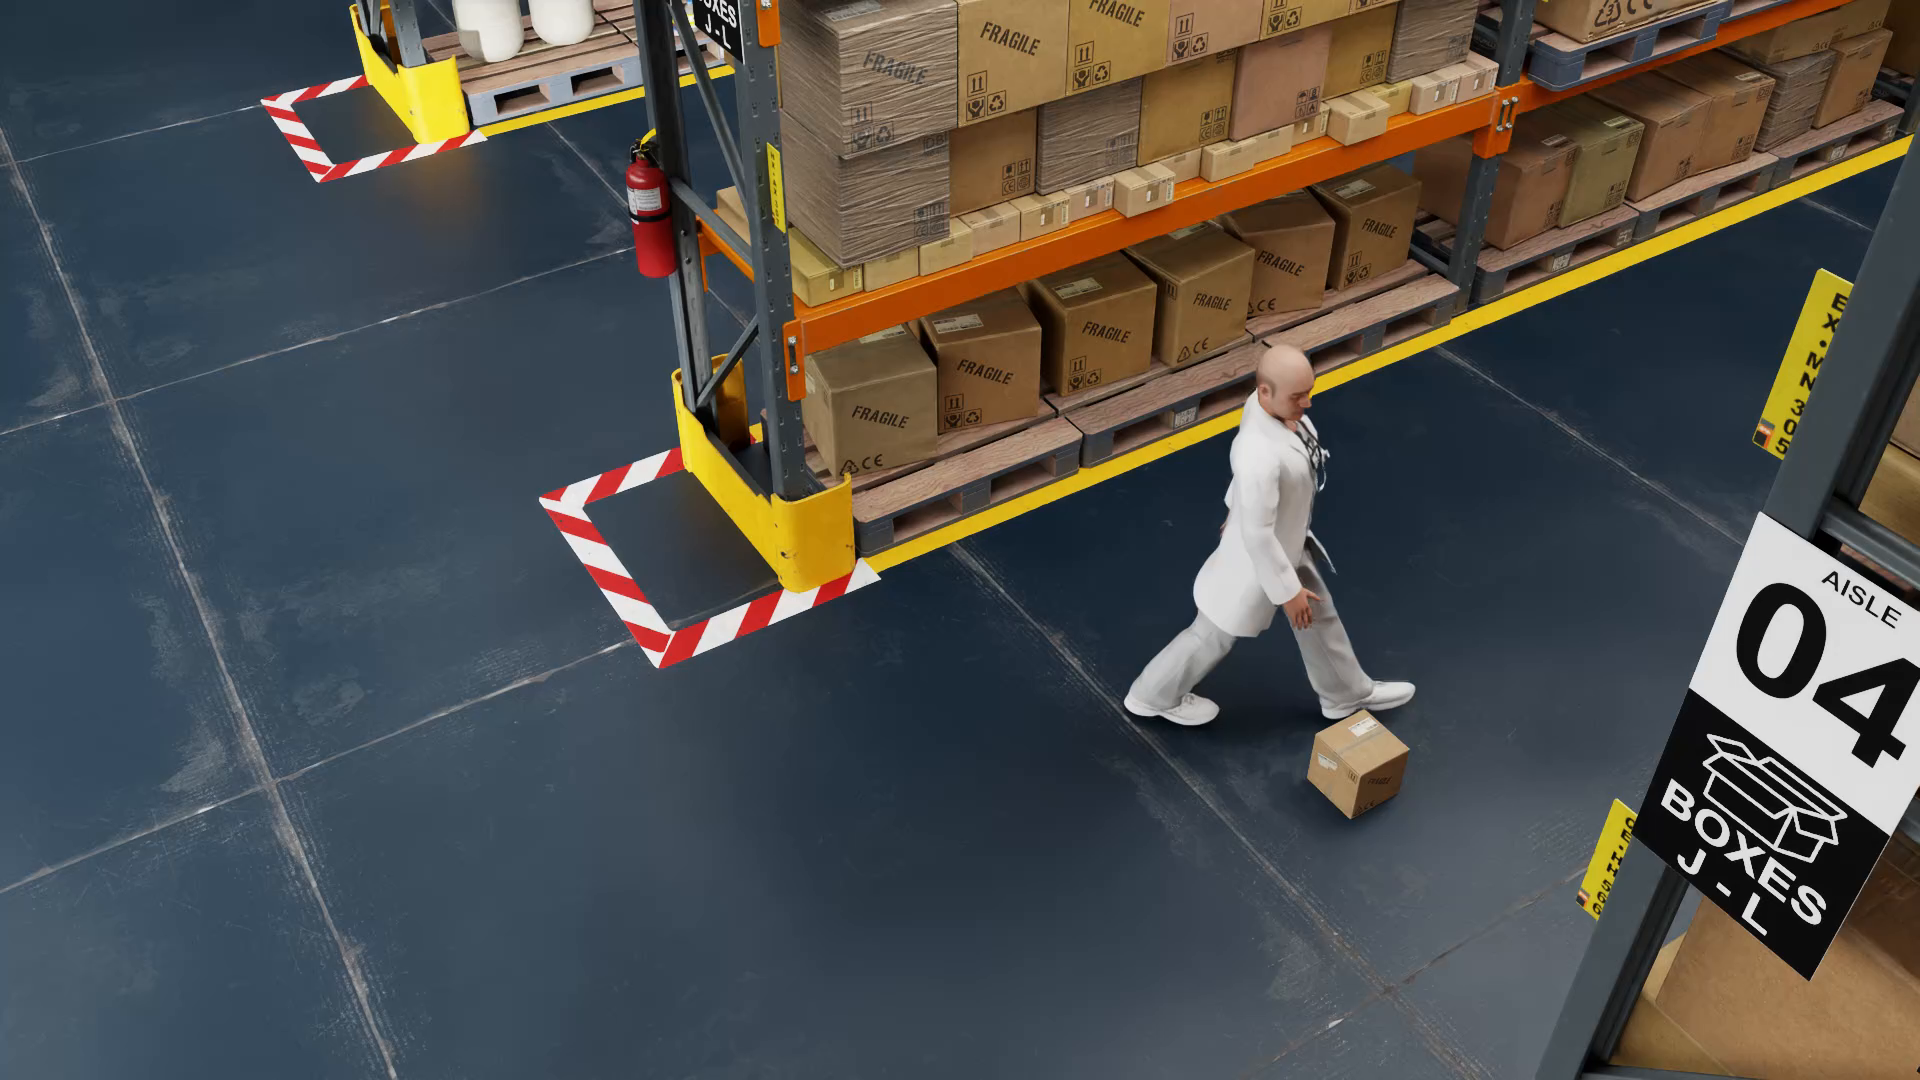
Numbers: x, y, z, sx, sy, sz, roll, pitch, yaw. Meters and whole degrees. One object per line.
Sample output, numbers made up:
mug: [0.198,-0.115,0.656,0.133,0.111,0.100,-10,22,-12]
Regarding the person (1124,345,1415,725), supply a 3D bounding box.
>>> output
person: [1.223,0.053,6.121,1.089,1.720,0.626,13,42,15]
